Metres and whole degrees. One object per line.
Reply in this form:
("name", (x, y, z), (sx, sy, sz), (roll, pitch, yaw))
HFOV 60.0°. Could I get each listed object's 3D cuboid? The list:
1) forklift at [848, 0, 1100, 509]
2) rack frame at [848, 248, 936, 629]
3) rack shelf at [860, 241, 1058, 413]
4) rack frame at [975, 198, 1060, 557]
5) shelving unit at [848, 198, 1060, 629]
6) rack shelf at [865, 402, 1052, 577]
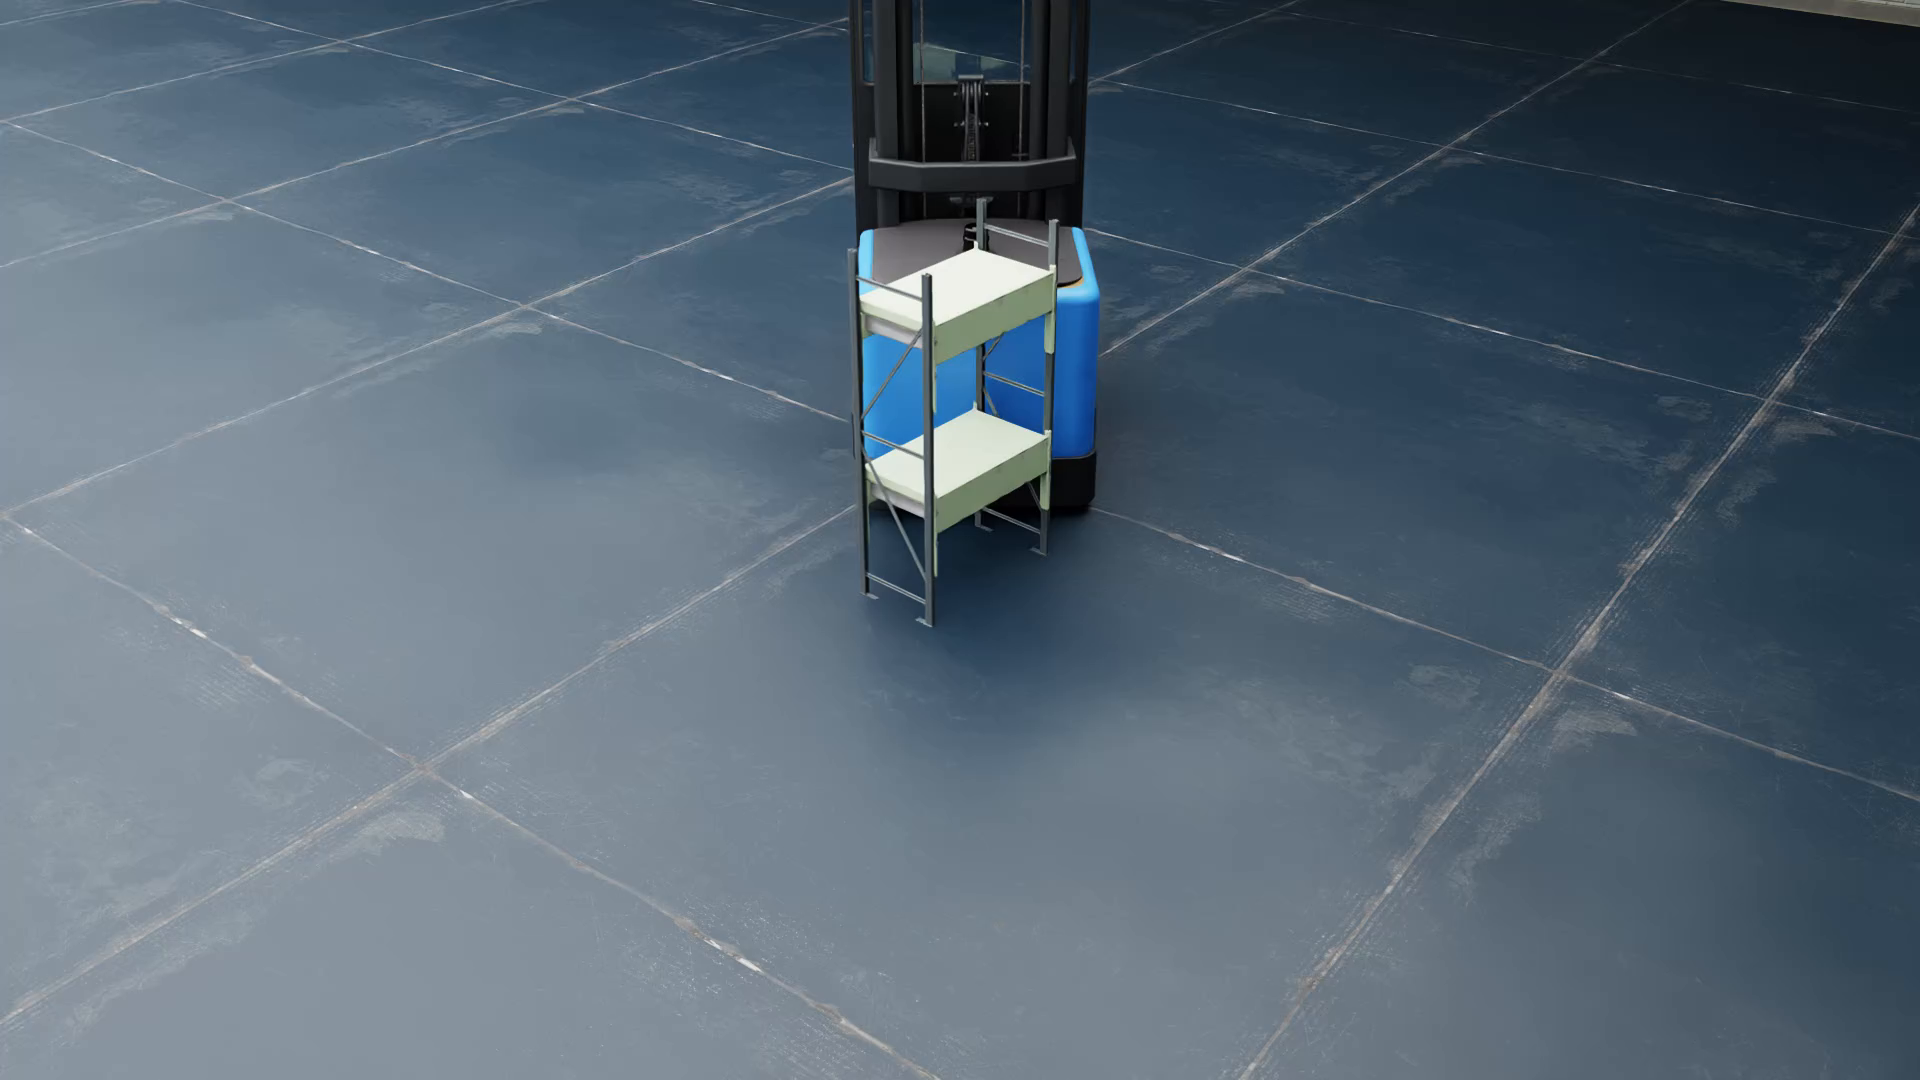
("forklift", (0.034, -2.114, 7.942), (1.130, 2.935, 3.031), (-1, 31, -2))
("rack frame", (-0.255, -0.359, 6.385), (0.400, 1.500, 0.023), (24, 38, 34))
("rack shelf", (-0.016, -0.836, 6.424), (0.431, 0.370, 0.720), (24, 38, 34))
("rack frame", (0.224, -0.641, 6.861), (0.400, 1.500, 0.023), (24, 38, 34))
("shelving unit", (-0.016, -0.500, 6.623), (0.431, 1.500, 0.755), (24, 38, 34))
("rack shelf", (-0.016, -0.220, 6.789), (0.431, 0.370, 0.720), (24, 38, 34))
